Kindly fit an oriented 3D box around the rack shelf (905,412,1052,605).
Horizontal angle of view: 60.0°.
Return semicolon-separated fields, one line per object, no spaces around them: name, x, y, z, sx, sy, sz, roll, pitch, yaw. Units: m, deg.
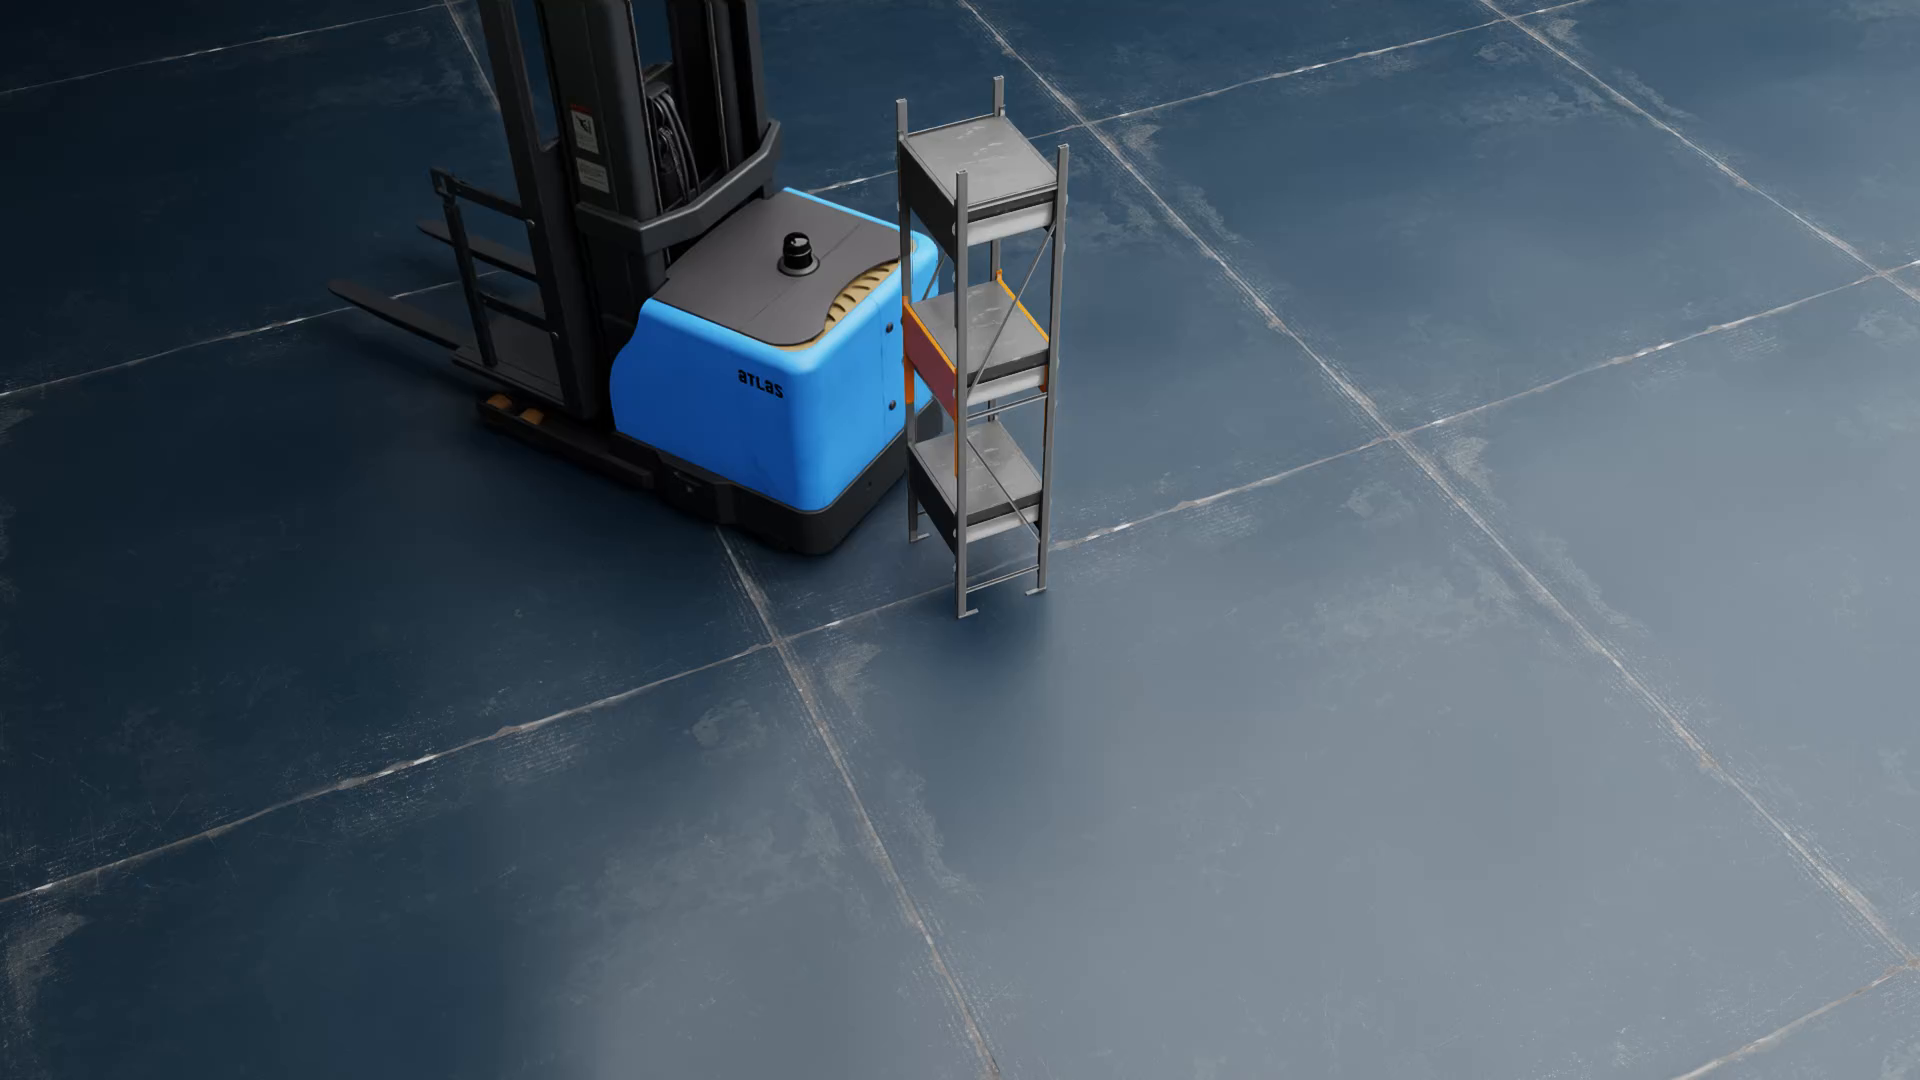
rack shelf;0.070;-0.134;6.776;0.431;0.518;0.480;-18;47;-17

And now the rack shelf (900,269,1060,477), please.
rack shelf;0.070;-0.632;6.284;0.431;0.518;0.480;-18;47;-17

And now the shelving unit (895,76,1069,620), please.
shelving unit;0.070;-0.642;6.274;0.431;2.100;0.503;-18;47;-17

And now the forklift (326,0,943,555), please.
forklift;-1.603;-1.767;6.823;3.031;2.935;1.130;23;49;22

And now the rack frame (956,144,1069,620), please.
rack frame;0.172;-0.486;6.117;0.400;2.100;0.015;-18;47;-17

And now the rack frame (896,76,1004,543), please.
rack frame;-0.033;-0.797;6.432;0.400;2.100;0.015;-18;47;-17

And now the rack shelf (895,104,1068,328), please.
rack shelf;0.070;-1.130;5.792;0.431;0.518;0.480;-18;47;-17
